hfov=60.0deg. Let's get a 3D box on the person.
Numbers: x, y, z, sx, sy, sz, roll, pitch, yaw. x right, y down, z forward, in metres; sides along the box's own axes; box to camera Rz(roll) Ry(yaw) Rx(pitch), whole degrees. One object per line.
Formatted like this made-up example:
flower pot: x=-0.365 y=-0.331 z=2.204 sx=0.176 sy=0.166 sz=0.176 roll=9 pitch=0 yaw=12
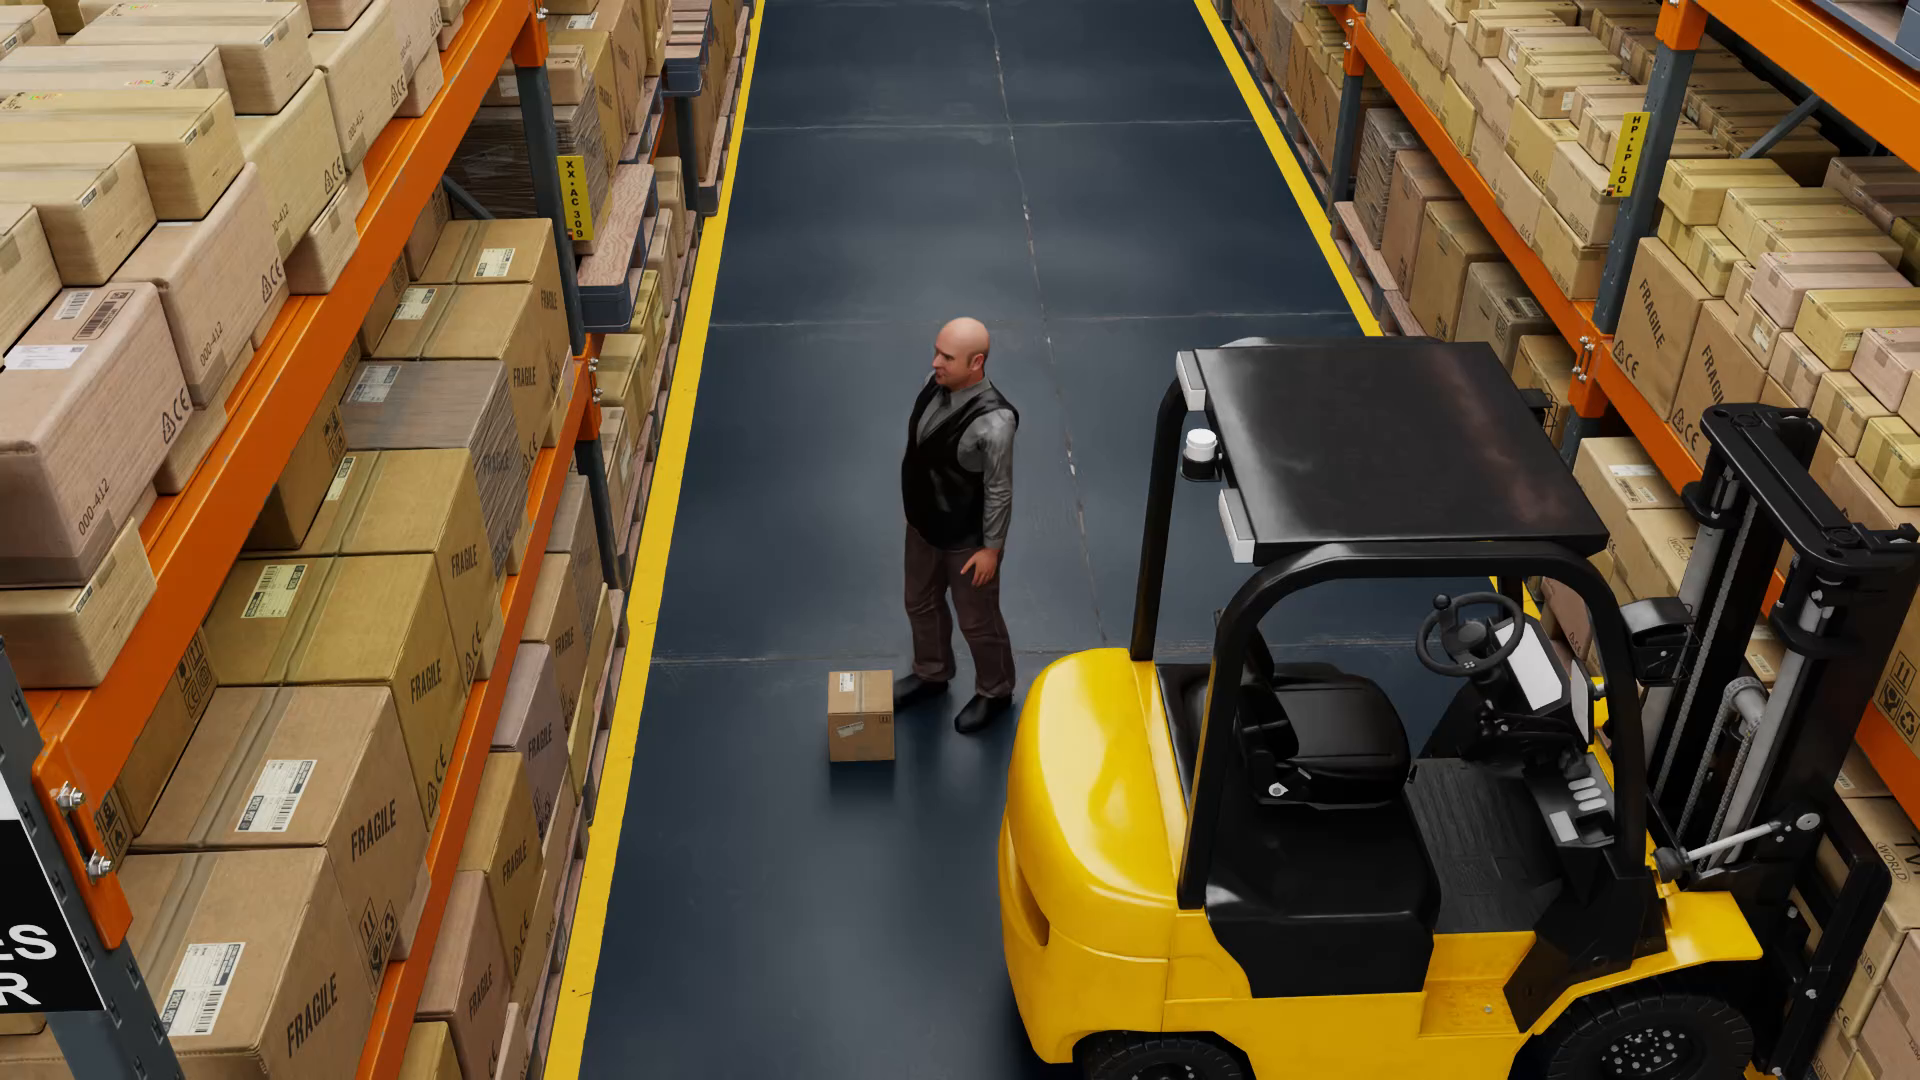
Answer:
person: x=-0.035 y=-0.034 z=6.226 sx=0.489 sy=1.731 sz=0.535 roll=-19 pitch=39 yaw=-25
